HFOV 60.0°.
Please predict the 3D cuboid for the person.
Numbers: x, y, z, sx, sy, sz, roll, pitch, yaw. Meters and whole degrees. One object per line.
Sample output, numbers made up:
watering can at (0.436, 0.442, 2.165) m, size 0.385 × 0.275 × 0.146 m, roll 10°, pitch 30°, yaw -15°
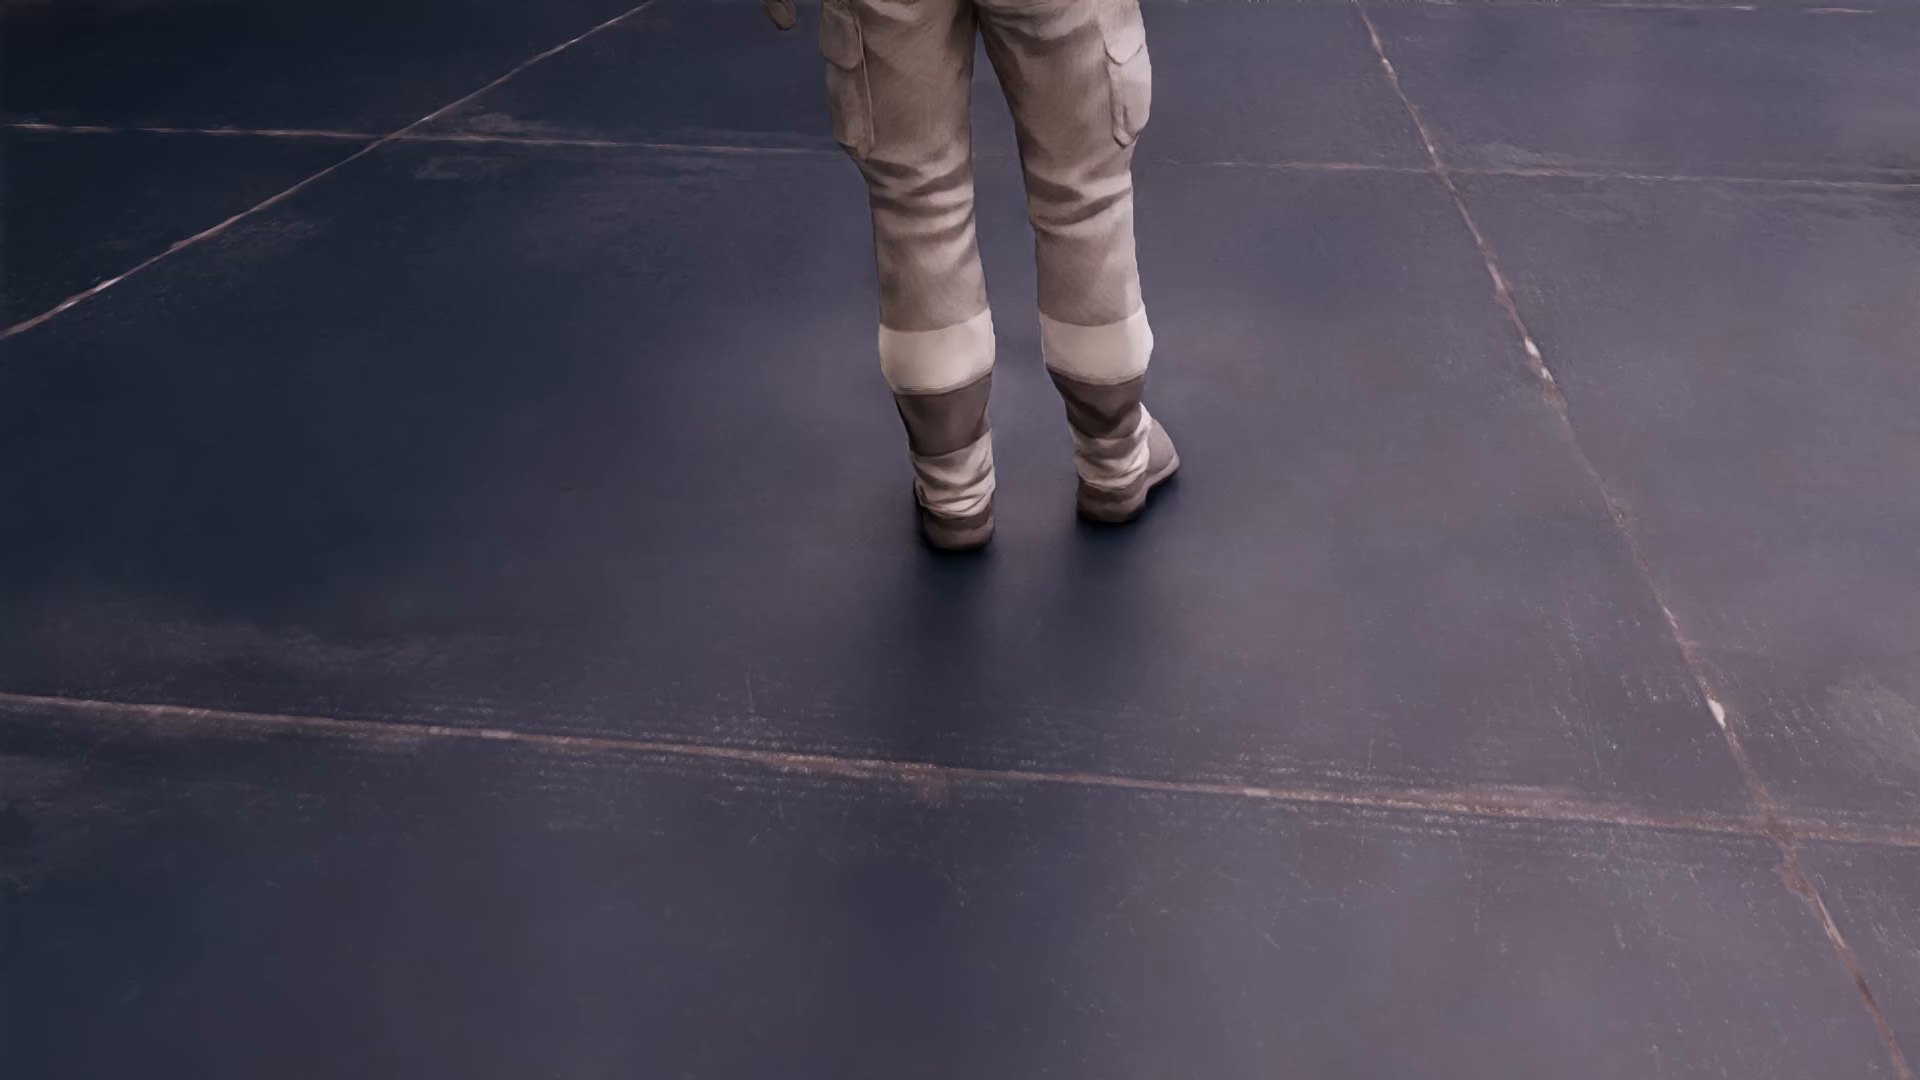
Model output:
person at (0.022, -0.842, 2.167) m, size 0.636 × 1.787 × 0.563 m, roll 3°, pitch 27°, yaw 7°
